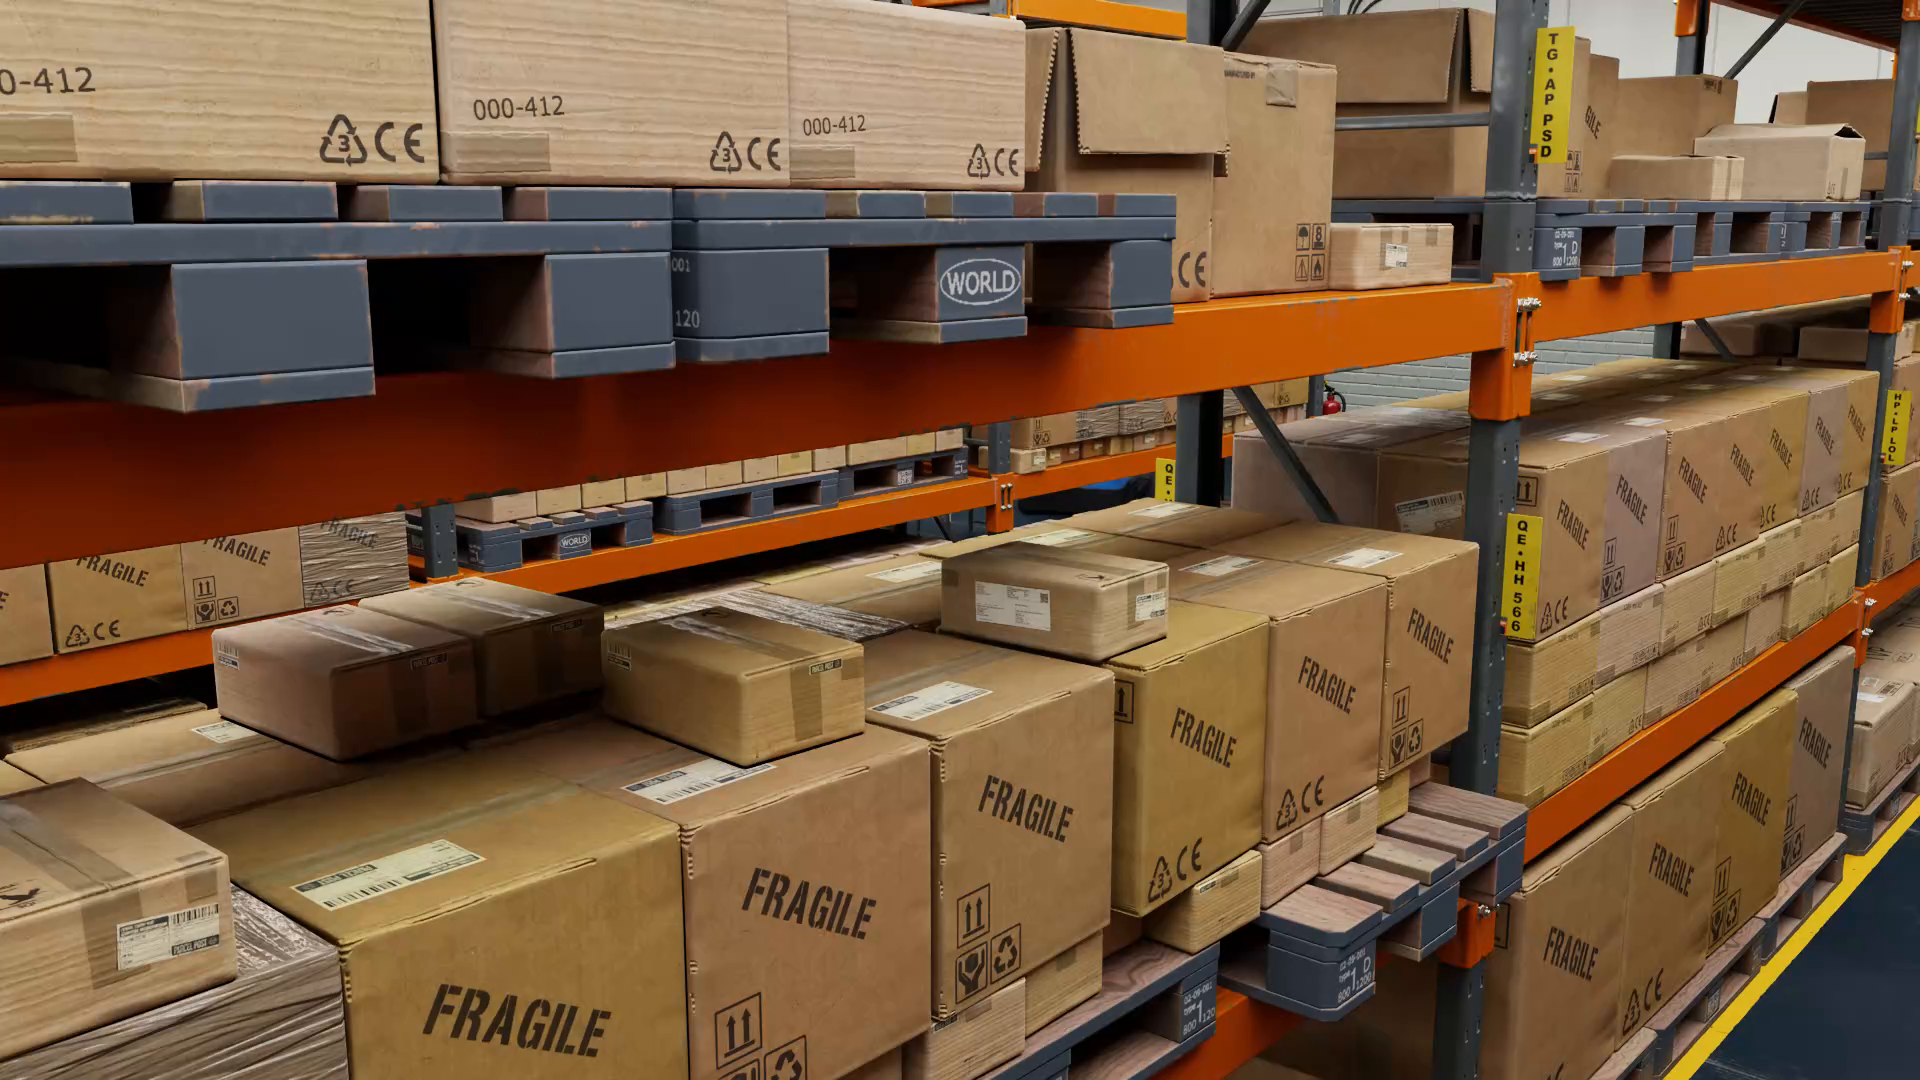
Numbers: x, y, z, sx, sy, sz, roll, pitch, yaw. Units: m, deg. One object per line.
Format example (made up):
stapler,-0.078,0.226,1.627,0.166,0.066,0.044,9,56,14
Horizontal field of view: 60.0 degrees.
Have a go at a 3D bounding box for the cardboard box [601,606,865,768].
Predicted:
cardboard box,-0.371,0.229,2.702,0.380,0.149,0.250,11,16,43

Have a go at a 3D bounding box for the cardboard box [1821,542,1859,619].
cardboard box,3.587,0.140,7.275,0.500,0.250,0.500,9,15,39

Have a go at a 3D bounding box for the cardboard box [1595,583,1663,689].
cardboard box,1.915,0.266,5.367,0.500,0.250,0.500,10,15,42

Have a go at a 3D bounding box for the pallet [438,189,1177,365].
pallet,-0.417,-0.464,2.737,1.213,0.211,1.003,10,15,40

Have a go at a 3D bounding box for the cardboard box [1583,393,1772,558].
cardboard box,2.571,-0.246,6.017,0.500,0.500,0.500,10,15,41

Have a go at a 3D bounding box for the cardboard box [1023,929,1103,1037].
cardboard box,0.050,0.790,3.205,0.380,0.149,0.250,9,15,39

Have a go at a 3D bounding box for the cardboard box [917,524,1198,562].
cardboard box,0.244,0.269,4.157,0.500,0.500,0.500,11,16,43

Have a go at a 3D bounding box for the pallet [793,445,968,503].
pallet,-0.705,-0.470,10.434,1.003,0.211,1.213,10,15,40

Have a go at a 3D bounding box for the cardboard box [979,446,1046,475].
cardboard box,0.341,-0.534,10.905,0.380,0.149,0.250,11,15,42

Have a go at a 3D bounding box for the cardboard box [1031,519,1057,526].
cardboard box,0.754,-0.045,12.503,0.380,0.149,0.250,9,14,38

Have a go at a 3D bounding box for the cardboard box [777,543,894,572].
cardboard box,-0.742,0.211,9.932,0.500,0.250,0.500,11,16,43

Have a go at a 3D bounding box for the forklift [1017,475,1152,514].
forklift,1.437,-1.926,17.409,1.130,2.935,3.031,3,12,14

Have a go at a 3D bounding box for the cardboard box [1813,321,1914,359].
cardboard box,4.254,-0.943,7.847,0.380,0.149,0.250,10,15,41

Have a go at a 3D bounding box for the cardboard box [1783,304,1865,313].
cardboard box,4.836,-1.239,9.332,0.380,0.149,0.250,9,15,39

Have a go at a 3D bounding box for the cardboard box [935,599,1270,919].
cardboard box,0.297,0.410,3.452,0.500,0.500,0.500,9,14,37

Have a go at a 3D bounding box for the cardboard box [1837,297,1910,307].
cardboard box,5.514,-1.391,10.091,0.380,0.149,0.250,10,15,42

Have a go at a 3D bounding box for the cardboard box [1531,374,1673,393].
cardboard box,2.539,-0.392,6.748,0.500,0.500,0.500,9,15,39

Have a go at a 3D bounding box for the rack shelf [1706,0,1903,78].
rack shelf,5.014,-2.720,8.749,1.077,0.370,4.000,10,15,40

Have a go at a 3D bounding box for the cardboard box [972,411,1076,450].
cardboard box,0.425,-0.893,11.047,0.500,0.500,0.500,9,15,39

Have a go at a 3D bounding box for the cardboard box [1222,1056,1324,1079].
cardboard box,0.673,1.721,4.614,0.950,0.372,0.625,9,14,37

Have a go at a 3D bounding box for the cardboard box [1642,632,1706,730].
cardboard box,2.242,0.436,5.792,0.500,0.250,0.500,10,15,42

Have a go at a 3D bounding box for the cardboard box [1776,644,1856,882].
cardboard box,3.344,0.905,7.413,0.875,0.875,0.875,10,15,42

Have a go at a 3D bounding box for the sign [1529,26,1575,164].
sign,1.459,-1.098,4.110,0.100,0.325,0.005,10,15,40

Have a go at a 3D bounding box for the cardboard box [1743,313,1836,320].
cardboard box,4.239,-1.076,8.515,0.380,0.149,0.250,10,15,40

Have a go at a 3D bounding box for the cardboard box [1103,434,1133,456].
cardboard box,0.992,-0.695,11.714,0.380,0.149,0.250,10,15,41

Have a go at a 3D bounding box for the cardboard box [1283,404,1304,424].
cardboard box,2.546,-1.038,13.432,0.380,0.149,0.250,10,15,40

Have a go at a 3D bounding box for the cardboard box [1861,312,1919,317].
cardboard box,4.902,-1.097,8.621,0.380,0.149,0.250,10,15,40

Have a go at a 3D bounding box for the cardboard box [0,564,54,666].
cardboard box,-3.823,0.206,6.307,0.500,0.500,0.500,10,15,41

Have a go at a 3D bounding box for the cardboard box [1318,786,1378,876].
cardboard box,0.758,0.644,3.938,0.380,0.149,0.250,10,15,40

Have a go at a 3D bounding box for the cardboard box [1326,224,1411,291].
cardboard box,0.845,-0.681,3.982,0.380,0.149,0.250,10,15,40

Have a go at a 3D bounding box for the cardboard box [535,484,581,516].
cardboard box,-2.108,-0.231,8.317,0.380,0.149,0.250,11,16,43

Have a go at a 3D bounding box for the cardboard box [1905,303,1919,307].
cardboard box,5.568,-1.249,9.383,0.380,0.149,0.250,10,15,40

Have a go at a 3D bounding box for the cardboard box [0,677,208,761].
cardboard box,-3.776,1.035,7.080,1.050,0.750,0.750,10,15,41

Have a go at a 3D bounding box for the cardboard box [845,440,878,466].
cardboard box,-0.708,-0.545,9.888,0.380,0.149,0.250,9,14,37

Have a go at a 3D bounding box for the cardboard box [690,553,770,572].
cardboard box,-1.467,0.222,9.874,0.500,0.250,0.500,11,15,42

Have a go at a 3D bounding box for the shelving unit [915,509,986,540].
shelving unit,-0.004,-0.734,15.098,0.431,1.500,0.755,10,15,40

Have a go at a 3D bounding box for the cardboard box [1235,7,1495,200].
cardboard box,1.189,-1.246,4.838,0.797,0.503,0.637,9,14,37

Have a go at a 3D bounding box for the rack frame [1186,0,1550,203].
rack frame,1.053,-2.386,4.220,1.000,3.000,0.127,10,15,40

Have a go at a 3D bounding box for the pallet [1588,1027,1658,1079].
pallet,1.630,1.817,5.613,1.003,0.211,1.213,10,15,40

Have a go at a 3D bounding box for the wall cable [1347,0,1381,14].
wall cable,5.212,-6.808,18.147,2.277,5.999,0.120,10,15,40

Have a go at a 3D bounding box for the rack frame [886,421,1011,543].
rack frame,-0.091,-0.658,10.884,1.000,3.000,0.127,10,15,40

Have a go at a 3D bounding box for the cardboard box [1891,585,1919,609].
cardboard box,5.973,0.540,10.359,0.875,0.438,0.875,9,14,38

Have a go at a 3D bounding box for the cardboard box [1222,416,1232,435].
cardboard box,1.853,-0.892,12.700,0.380,0.149,0.250,9,14,38

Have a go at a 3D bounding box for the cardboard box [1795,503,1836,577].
cardboard box,3.261,-0.033,6.865,0.500,0.250,0.500,10,15,42

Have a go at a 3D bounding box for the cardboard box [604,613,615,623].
cardboard box,-2.095,0.513,8.419,0.500,0.250,0.500,9,14,38

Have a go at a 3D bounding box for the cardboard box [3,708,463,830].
cardboard box,-1.128,0.573,2.636,0.500,0.500,0.500,10,15,41

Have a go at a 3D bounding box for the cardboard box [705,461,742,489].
cardboard box,-1.411,-0.387,9.098,0.380,0.149,0.250,10,15,41

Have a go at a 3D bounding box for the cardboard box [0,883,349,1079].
cardboard box,-1.062,0.712,1.941,0.500,0.500,0.500,10,15,42

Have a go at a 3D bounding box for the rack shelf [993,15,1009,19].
rack shelf,-1.412,-2.756,8.933,1.077,0.370,4.000,10,15,40

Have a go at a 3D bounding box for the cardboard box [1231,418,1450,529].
cardboard box,1.198,-0.093,5.250,0.500,0.500,0.500,9,15,39

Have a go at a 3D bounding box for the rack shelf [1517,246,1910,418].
rack shelf,2.373,-0.856,6.058,1.077,0.370,4.000,10,15,40

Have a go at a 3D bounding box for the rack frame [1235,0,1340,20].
rack frame,2.549,-4.188,13.243,1.000,3.000,0.127,10,15,40

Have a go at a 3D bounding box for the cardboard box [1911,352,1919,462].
cardboard box,4.528,-0.684,8.208,0.500,0.500,0.500,10,15,40

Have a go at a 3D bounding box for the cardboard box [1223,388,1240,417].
cardboard box,1.774,-1.191,12.538,0.500,0.500,0.500,10,15,41

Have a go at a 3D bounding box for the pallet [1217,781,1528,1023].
pallet,0.663,0.769,4.232,1.213,0.211,1.003,10,15,40

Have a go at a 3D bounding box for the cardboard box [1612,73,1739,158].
cardboard box,2.894,-1.666,6.948,0.500,0.500,0.500,9,15,39
